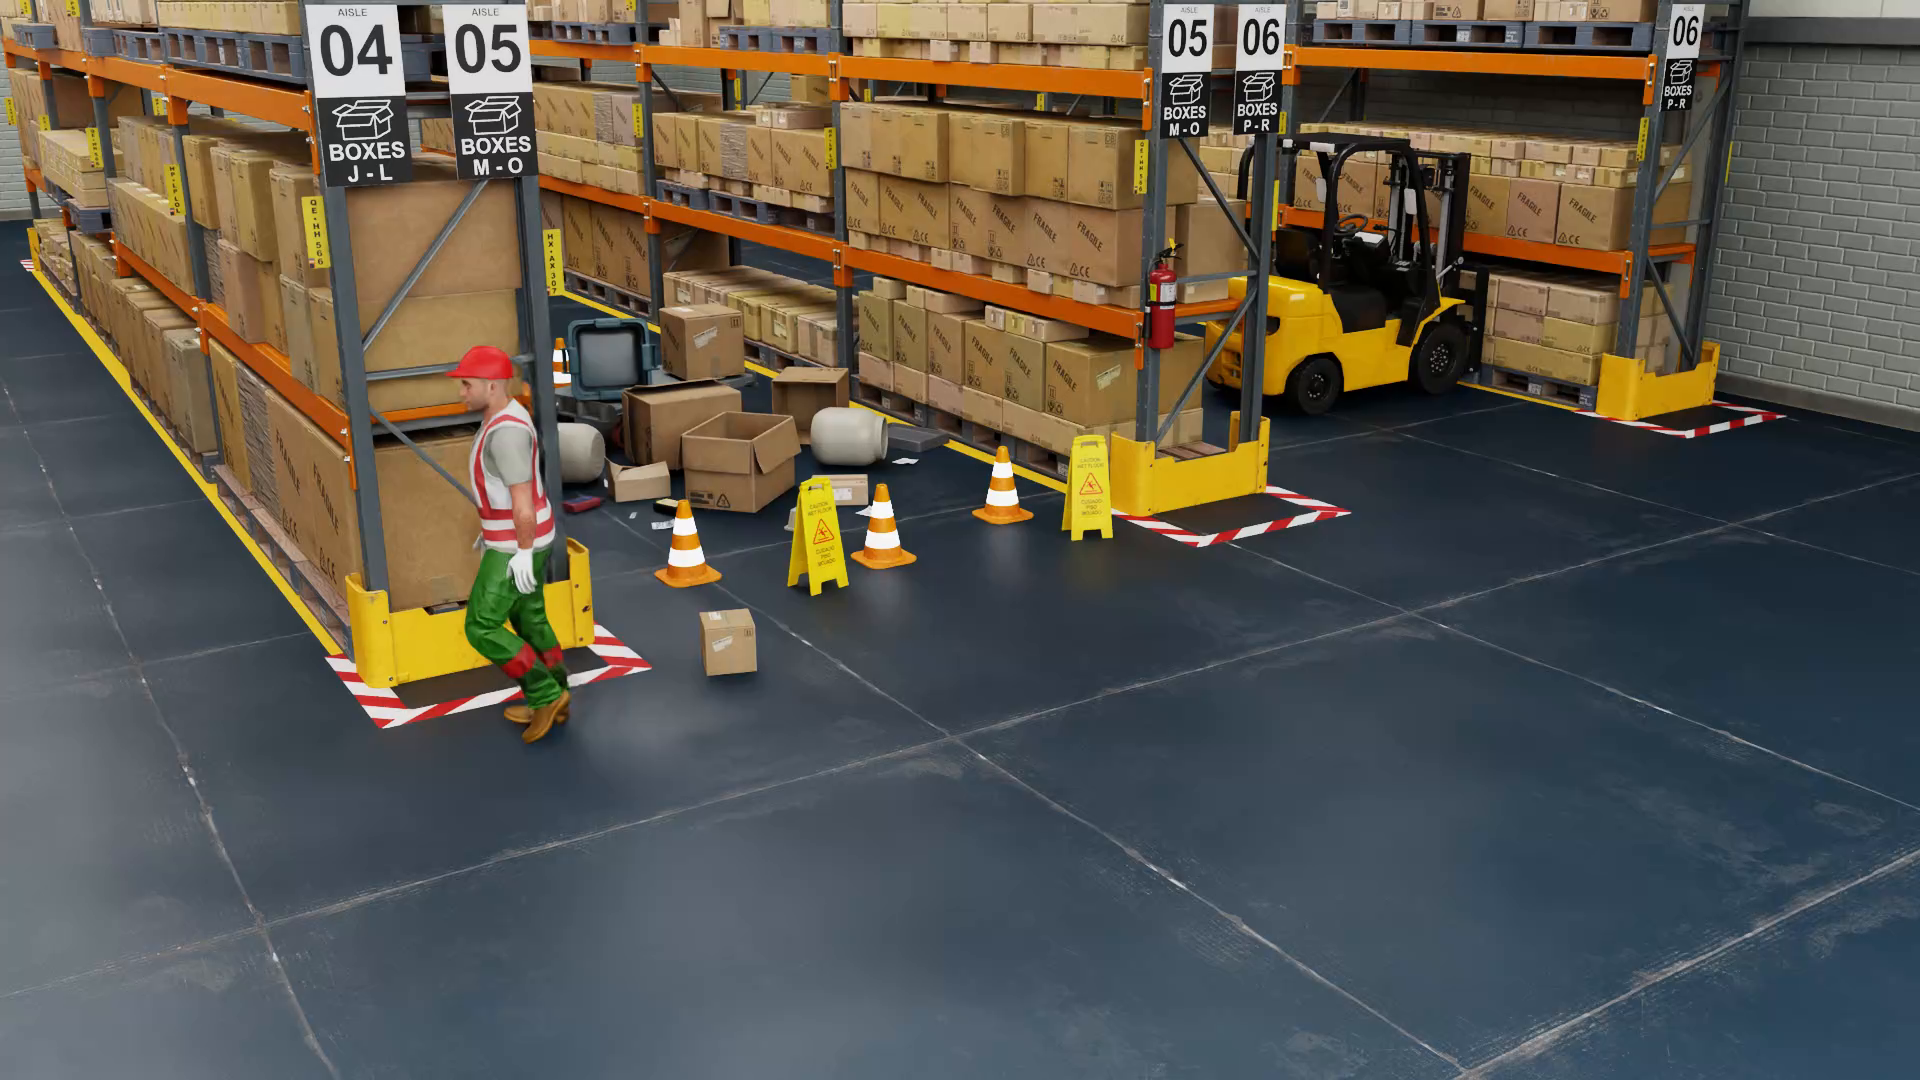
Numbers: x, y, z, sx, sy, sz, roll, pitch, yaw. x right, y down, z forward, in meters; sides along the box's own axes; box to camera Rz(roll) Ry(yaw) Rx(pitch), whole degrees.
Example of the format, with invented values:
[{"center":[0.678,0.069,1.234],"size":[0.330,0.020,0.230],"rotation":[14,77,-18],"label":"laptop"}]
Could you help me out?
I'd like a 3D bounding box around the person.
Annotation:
[{"center":[-2.001,0.030,7.392],"size":[0.430,1.804,0.547],"rotation":[-4,18,-11],"label":"person"}]
